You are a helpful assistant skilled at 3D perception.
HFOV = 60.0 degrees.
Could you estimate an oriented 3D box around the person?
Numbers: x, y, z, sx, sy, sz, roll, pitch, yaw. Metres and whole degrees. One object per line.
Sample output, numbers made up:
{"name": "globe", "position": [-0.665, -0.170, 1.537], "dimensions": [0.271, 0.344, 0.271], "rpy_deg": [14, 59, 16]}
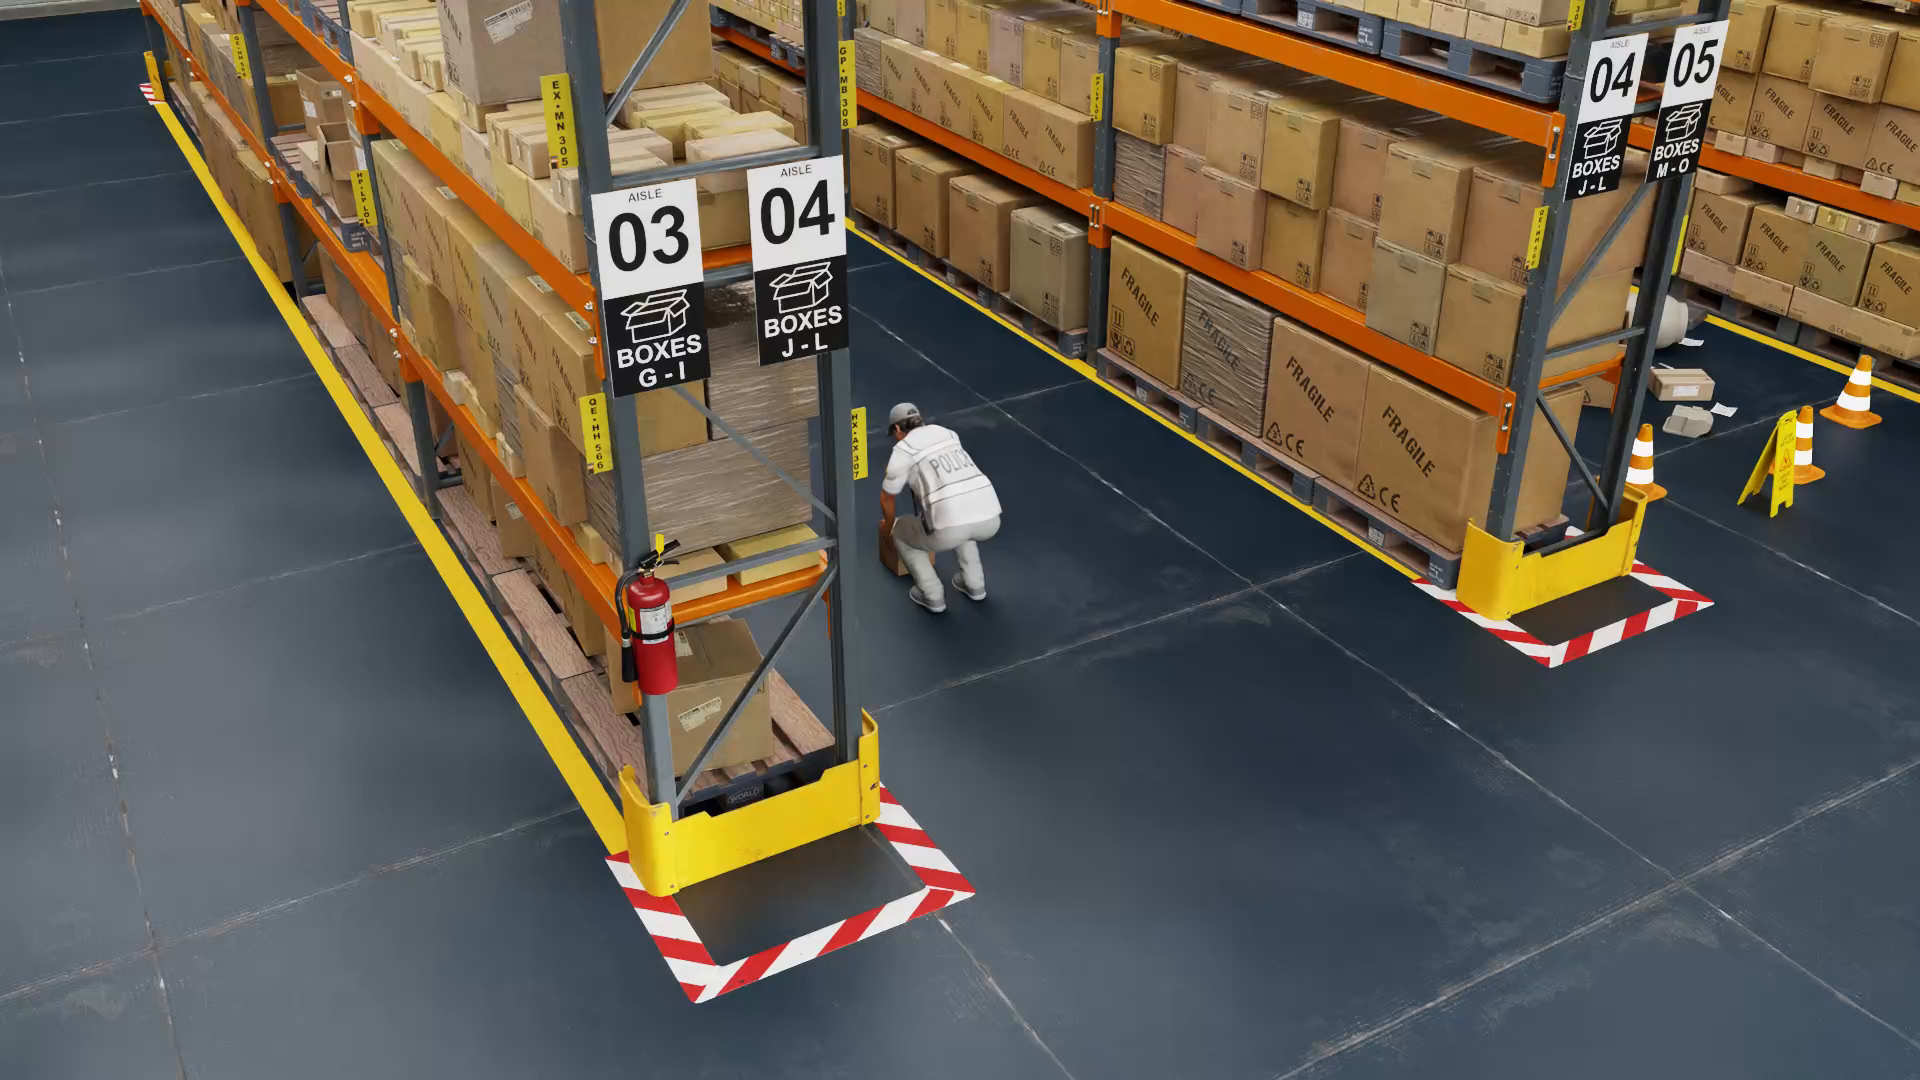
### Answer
{"name": "person", "position": [-0.136, -0.173, 9.455], "dimensions": [0.537, 1.094, 0.834], "rpy_deg": [-16, 33, -26]}
